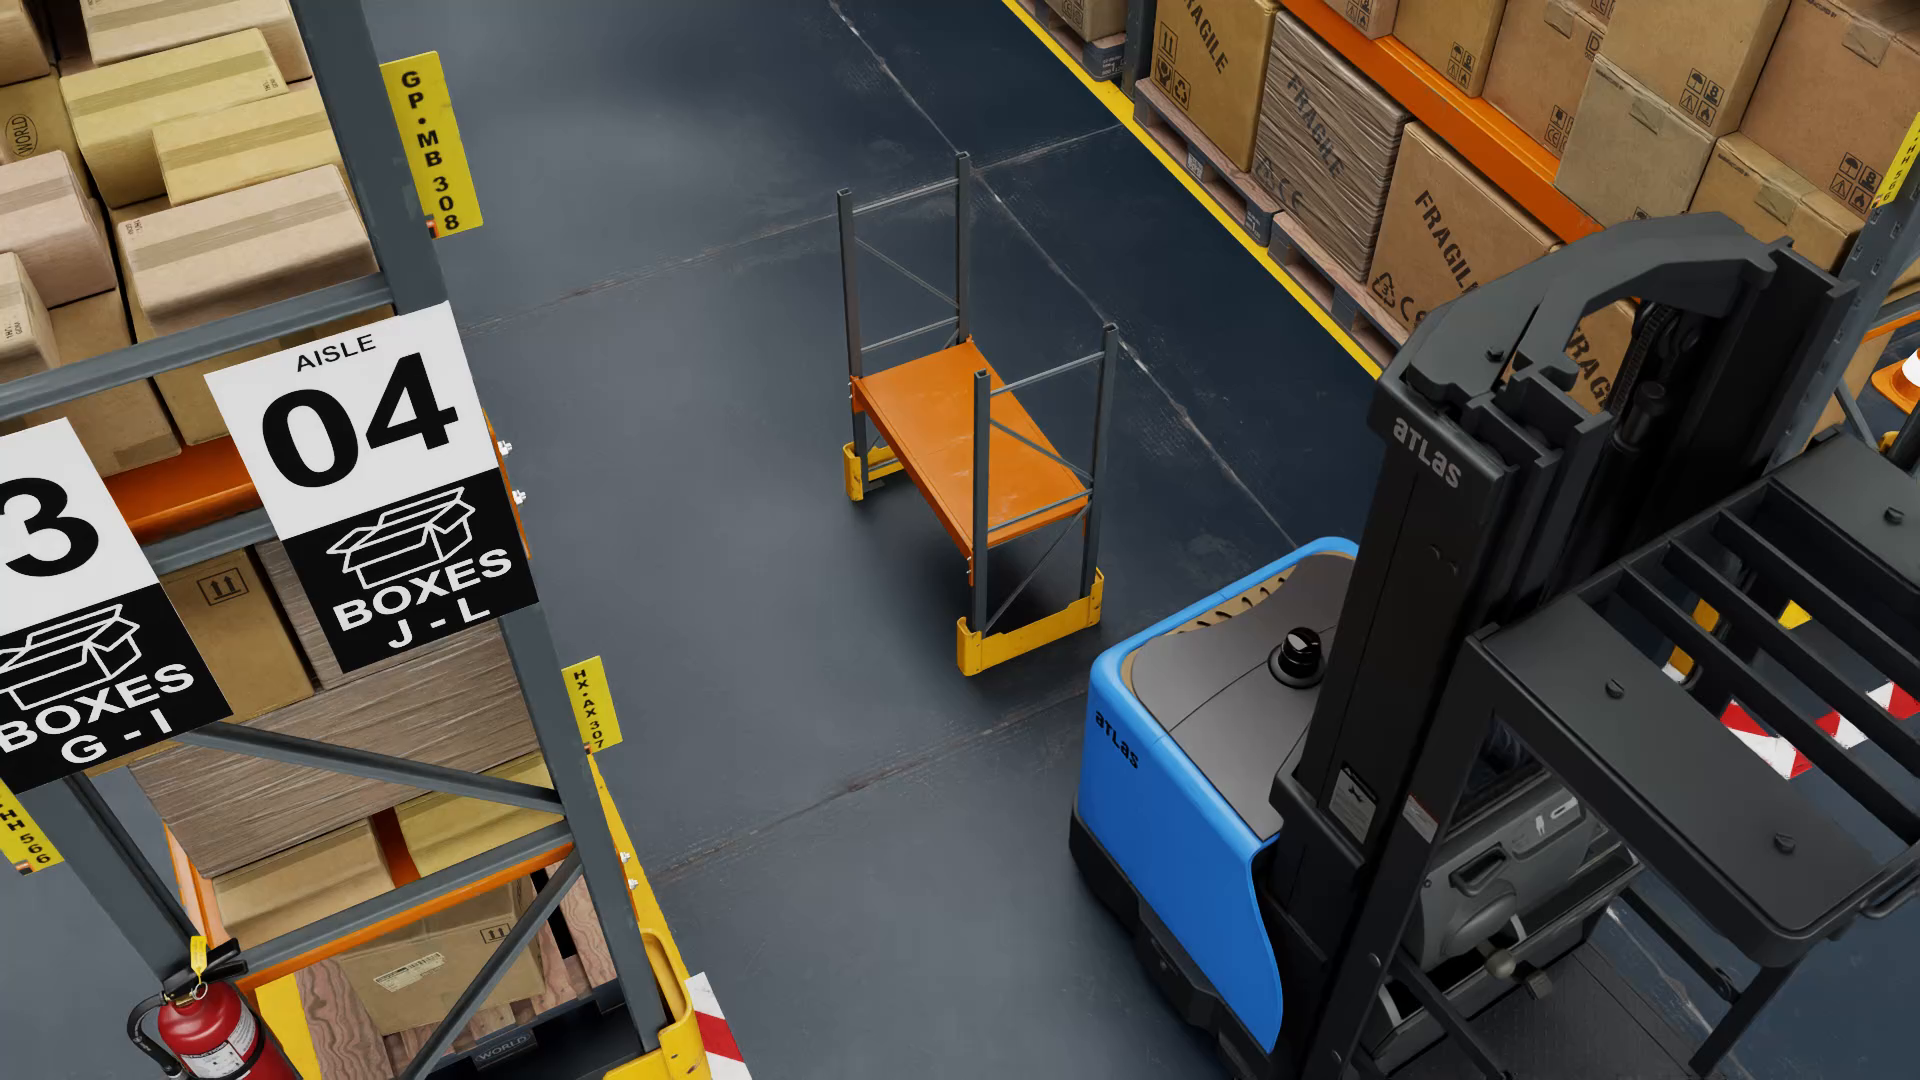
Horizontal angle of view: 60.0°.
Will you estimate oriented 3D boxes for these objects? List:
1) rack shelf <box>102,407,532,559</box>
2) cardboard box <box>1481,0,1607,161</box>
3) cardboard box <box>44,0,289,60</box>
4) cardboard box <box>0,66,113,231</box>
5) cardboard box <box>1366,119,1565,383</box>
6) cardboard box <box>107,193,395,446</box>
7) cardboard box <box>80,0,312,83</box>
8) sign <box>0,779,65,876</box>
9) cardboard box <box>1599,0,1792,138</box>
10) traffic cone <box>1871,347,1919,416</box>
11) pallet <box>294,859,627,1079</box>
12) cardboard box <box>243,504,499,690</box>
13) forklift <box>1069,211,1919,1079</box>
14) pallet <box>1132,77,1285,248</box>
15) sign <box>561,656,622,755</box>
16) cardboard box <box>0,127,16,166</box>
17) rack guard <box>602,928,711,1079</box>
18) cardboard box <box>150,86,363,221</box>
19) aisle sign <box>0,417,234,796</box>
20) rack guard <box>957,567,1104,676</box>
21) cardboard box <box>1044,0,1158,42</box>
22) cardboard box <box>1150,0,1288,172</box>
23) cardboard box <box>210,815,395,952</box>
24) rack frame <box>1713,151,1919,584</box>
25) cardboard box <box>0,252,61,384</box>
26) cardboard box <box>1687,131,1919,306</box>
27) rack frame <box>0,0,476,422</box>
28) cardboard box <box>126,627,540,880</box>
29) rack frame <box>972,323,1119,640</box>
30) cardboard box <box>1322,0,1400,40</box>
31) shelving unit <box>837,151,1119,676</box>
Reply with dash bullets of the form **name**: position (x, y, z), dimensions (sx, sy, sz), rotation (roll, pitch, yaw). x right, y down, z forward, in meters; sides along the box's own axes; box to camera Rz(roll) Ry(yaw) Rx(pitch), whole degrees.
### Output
- **rack shelf**: position (-2.230, -1.239, 4.219), dimensions (1.077, 0.370, 4.000), rotation (-21, 52, -18)
- **cardboard box**: position (2.516, -1.852, 6.170), dimensions (0.875, 0.550, 0.550), rotation (-21, 52, -18)
- **cardboard box**: position (-1.770, -1.176, 3.785), dimensions (0.500, 0.250, 0.500), rotation (-21, 52, -18)
- **cardboard box**: position (-1.992, -0.657, 3.331), dimensions (0.500, 0.250, 0.500), rotation (-21, 52, -17)
- **cardboard box**: position (2.368, -1.249, 6.875), dimensions (0.875, 0.875, 0.875), rotation (-22, 52, -18)
- **cardboard box**: position (-1.305, -0.500, 3.194), dimensions (0.500, 0.250, 0.500), rotation (-20, 52, -16)
- **cardboard box**: position (-1.554, -1.024, 3.387), dimensions (0.380, 0.149, 0.250), rotation (-19, 52, -16)
- **sign**: position (-1.817, 0.542, 3.196), dimensions (0.100, 0.325, 0.005), rotation (-21, 52, -18)
- **cardboard box**: position (2.673, -1.794, 5.402), dimensions (0.875, 0.550, 0.550), rotation (-21, 52, -18)
- **traffic cone**: position (4.161, -0.800, 7.035), dimensions (0.336, 0.463, 0.334), rotation (-21, 52, -18)
- **pallet**: position (-1.690, 1.161, 5.487), dimensions (1.003, 0.211, 1.213), rotation (-21, 52, -18)
- **cardboard box**: position (-1.324, -0.072, 3.785), dimensions (0.500, 0.500, 0.500), rotation (-21, 52, -18)
- **forklift**: position (1.584, 0.838, 3.963), dimensions (1.130, 2.935, 3.031), rotation (-26, 54, -21)
- **pallet**: position (1.590, -2.014, 8.264), dimensions (1.003, 0.211, 1.213), rotation (-21, 52, -18)
- **sign**: position (-0.832, 0.378, 3.744), dimensions (0.100, 0.325, 0.005), rotation (-21, 52, -18)
- **cardboard box**: position (-1.957, -0.658, 3.067), dimensions (0.380, 0.149, 0.250), rotation (-23, 53, -19)
- **rack guard**: position (-1.350, 1.622, 4.892), dimensions (1.175, 0.500, 0.348), rotation (-21, 52, -18)
- **cardboard box**: position (-1.268, -0.690, 3.096), dimensions (0.380, 0.149, 0.250), rotation (-20, 52, -17)
- **aisle sign**: position (-1.553, 0.139, 2.801), dimensions (0.394, 0.787, 0.004), rotation (-21, 52, -18)
- **rack guard**: position (0.263, 0.302, 6.212), dimensions (0.587, 0.250, 0.087), rotation (-21, 52, -18)
- **cardboard box**: position (0.947, -3.250, 8.708), dimensions (1.050, 0.750, 0.750), rotation (-21, 52, -18)
- **cardboard box**: position (1.537, -2.462, 7.936), dimensions (0.875, 0.875, 0.875), rotation (-20, 52, -17)
- **cardboard box**: position (-1.629, 0.813, 4.106), dimensions (0.380, 0.149, 0.250), rotation (-21, 52, -18)
- **rack frame**: position (3.142, -0.791, 5.342), dimensions (1.000, 3.000, 0.127), rotation (-21, 52, -18)
- **cardboard box**: position (-1.719, -0.298, 2.752), dimensions (0.380, 0.149, 0.250), rotation (-21, 52, -18)
- **cardboard box**: position (2.932, -1.073, 5.489), dimensions (0.875, 0.550, 0.550), rotation (-21, 52, -18)
- **rack frame**: position (-1.315, -1.125, 1.648), dimensions (1.000, 3.000, 0.127), rotation (-21, 52, -18)
- **cardboard box**: position (-1.542, 0.341, 4.087), dimensions (0.875, 0.500, 0.500), rotation (-21, 52, -18)
- **rack frame**: position (0.272, -0.096, 5.731), dimensions (0.500, 1.500, 0.032), rotation (-21, 52, -18)
- **cardboard box**: position (1.905, -2.512, 6.748), dimensions (0.875, 0.550, 0.550), rotation (-21, 52, -18)
- **shelving unit**: position (0.035, -0.443, 6.033), dimensions (0.587, 1.500, 1.083), rotation (-21, 52, -18)
